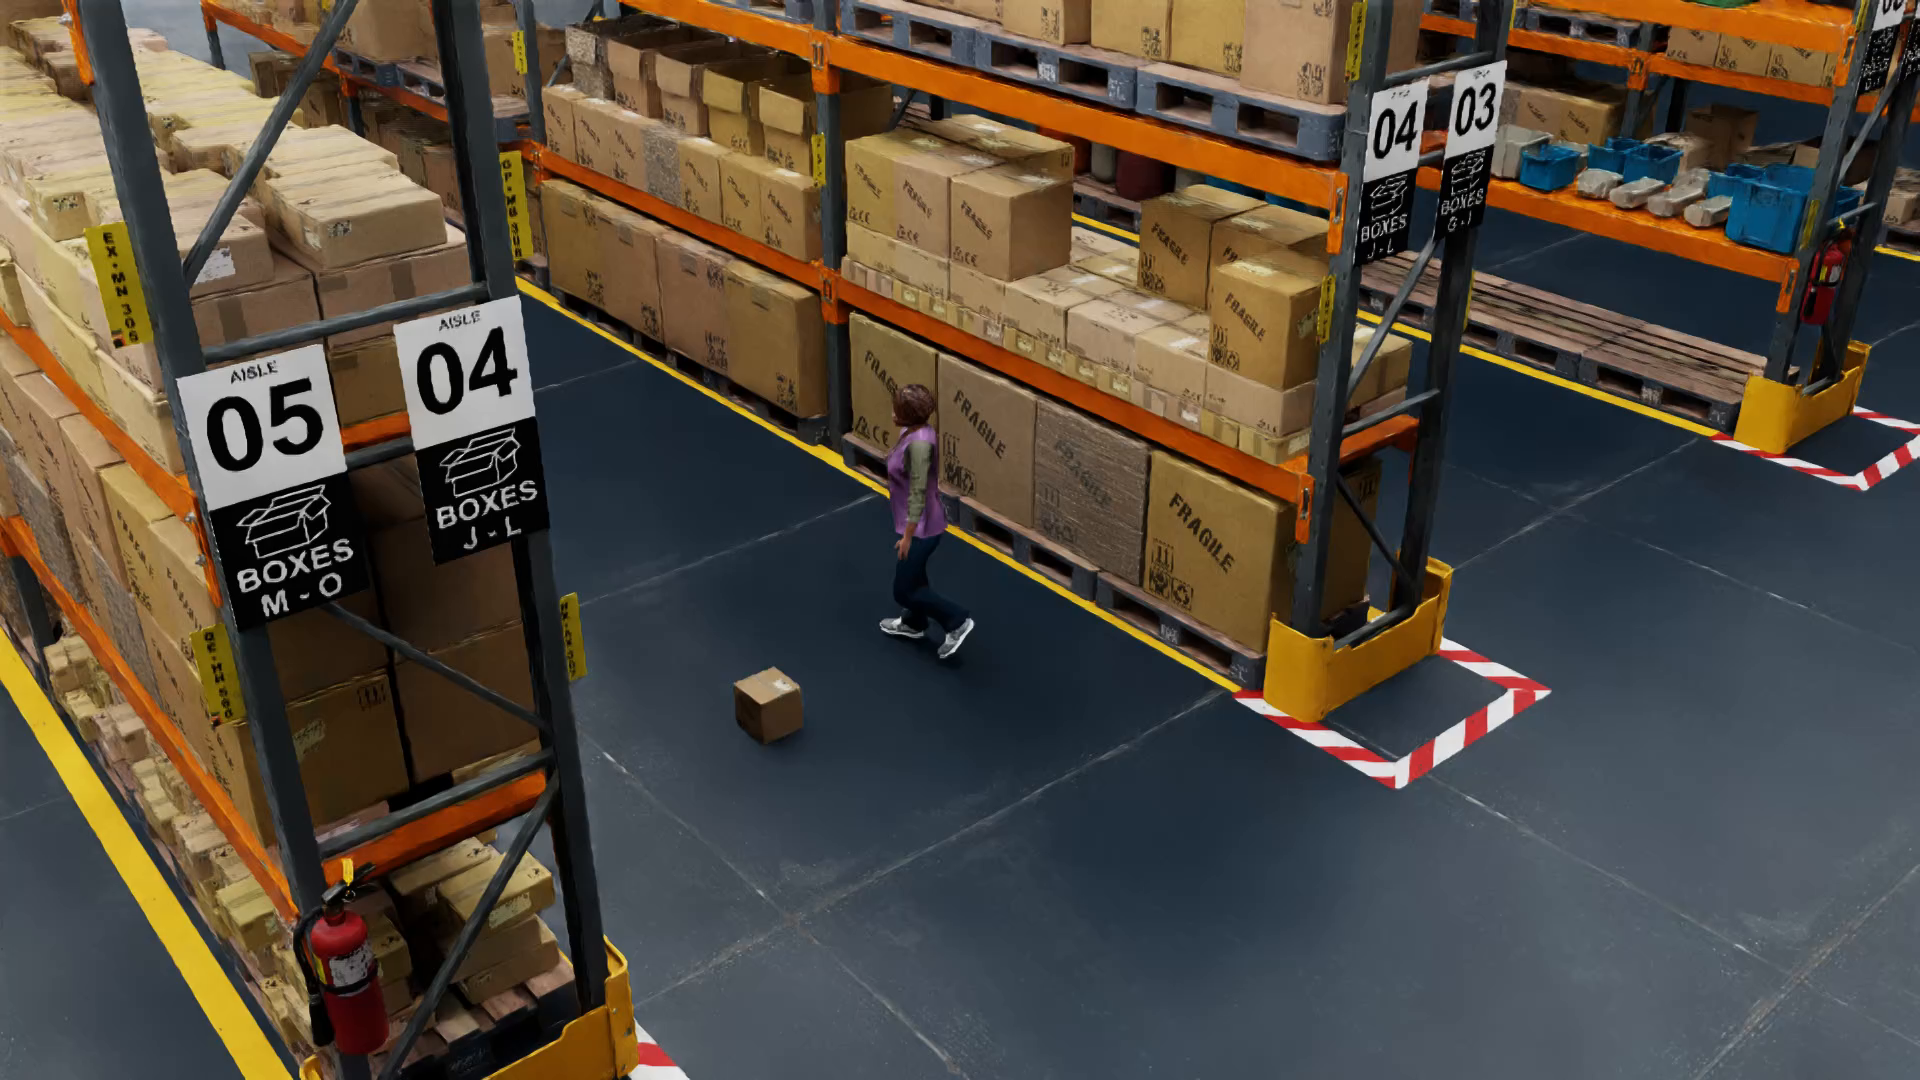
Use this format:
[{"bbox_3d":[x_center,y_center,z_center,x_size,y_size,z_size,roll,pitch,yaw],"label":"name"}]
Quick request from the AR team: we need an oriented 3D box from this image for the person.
[{"bbox_3d":[-0.180,-0.093,8.765,0.498,1.594,0.560,-2,29,-4],"label":"person"}]
